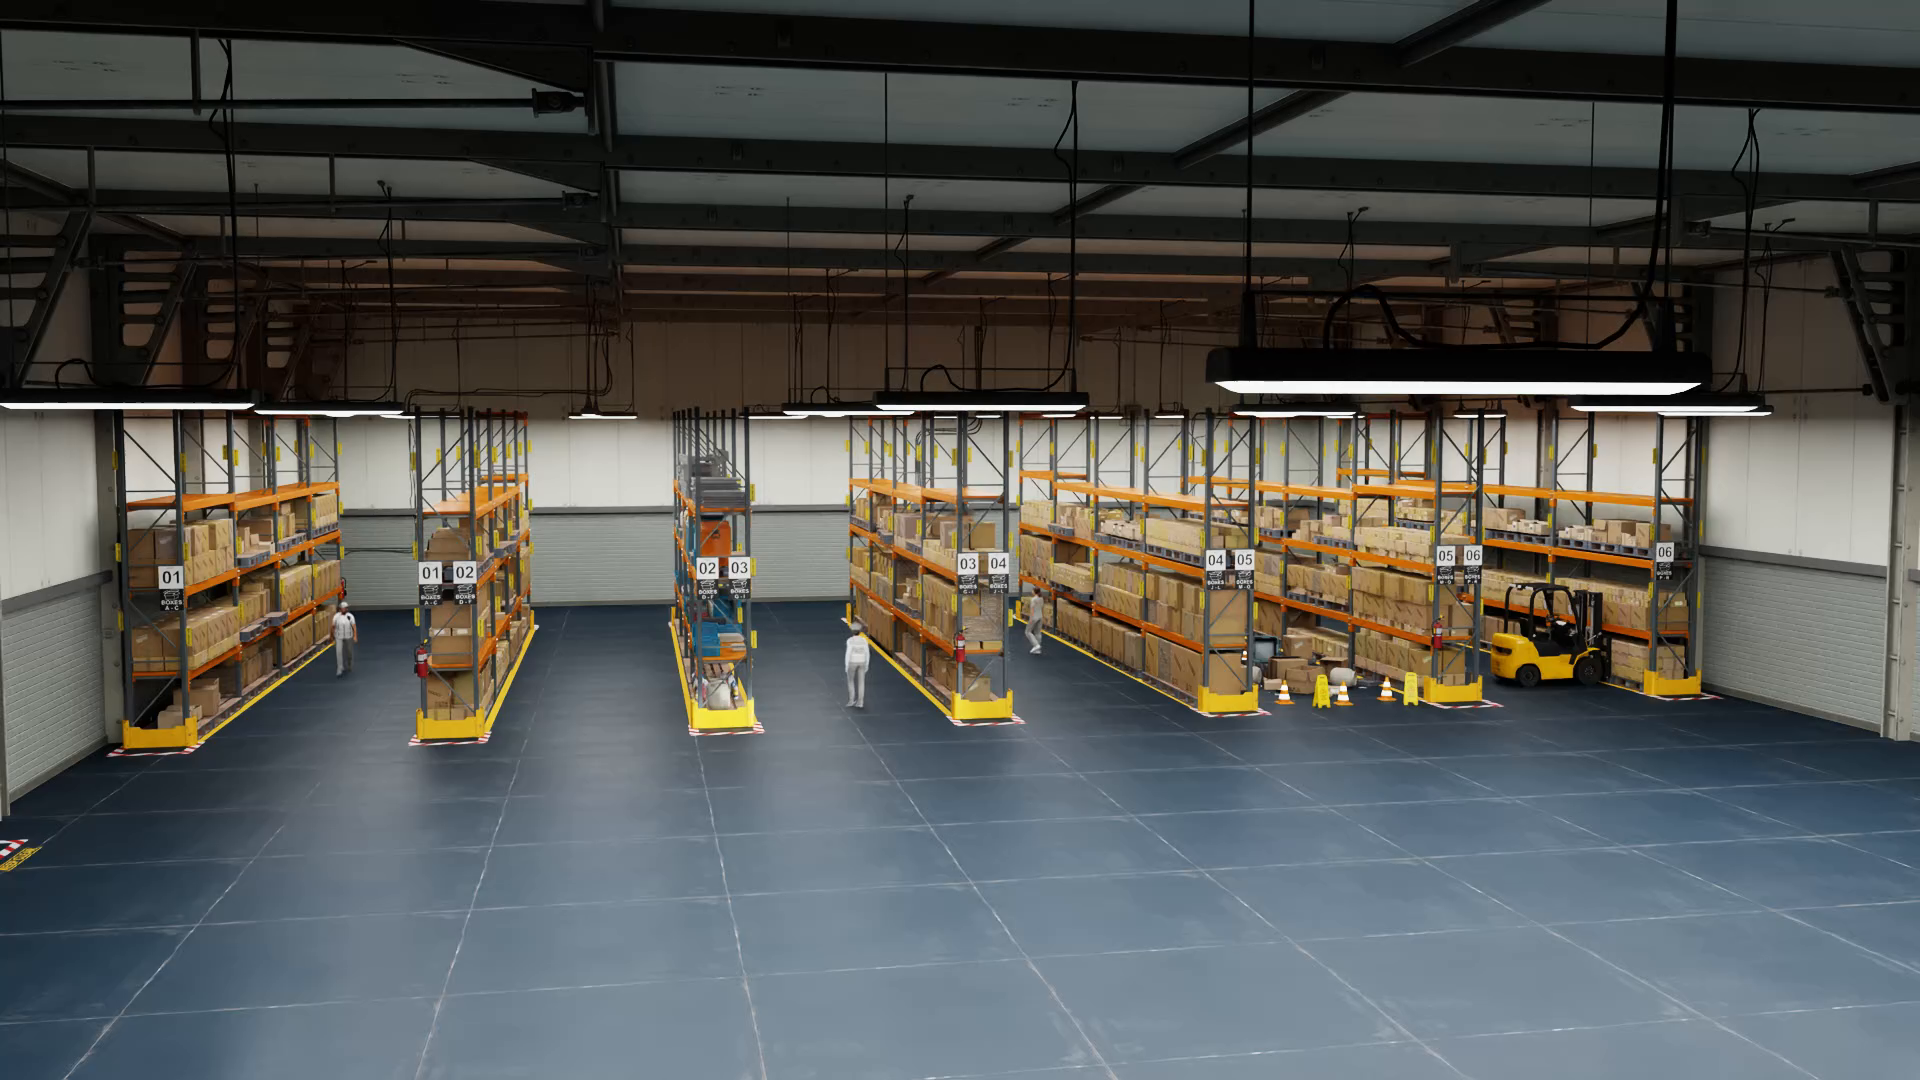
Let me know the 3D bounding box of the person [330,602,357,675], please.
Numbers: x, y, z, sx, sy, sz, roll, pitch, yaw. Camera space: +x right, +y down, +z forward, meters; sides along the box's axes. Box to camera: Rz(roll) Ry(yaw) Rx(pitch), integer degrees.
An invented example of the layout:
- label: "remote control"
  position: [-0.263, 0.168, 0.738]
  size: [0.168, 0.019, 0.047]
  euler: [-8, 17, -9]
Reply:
- label: "person"
  position: [-14.021, 2.214, 37.812]
  size: [0.579, 1.600, 1.052]
  euler: [-1, 4, -20]

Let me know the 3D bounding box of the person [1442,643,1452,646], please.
- label: "person"
  position: [11.275, 2.306, 38.442]
  size: [0.426, 1.334, 0.387]
  euler: [-2, 5, -26]

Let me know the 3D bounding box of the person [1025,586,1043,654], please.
- label: "person"
  position: [1.896, 1.971, 41.038]
  size: [0.465, 1.670, 0.495]
  euler: [4, 6, 45]

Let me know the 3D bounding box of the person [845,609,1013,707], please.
- label: "person"
  position: [-0.687, 2.366, 32.922]
  size: [2.859, 2.143, 2.264]
  euler: [-1, 4, -18]
